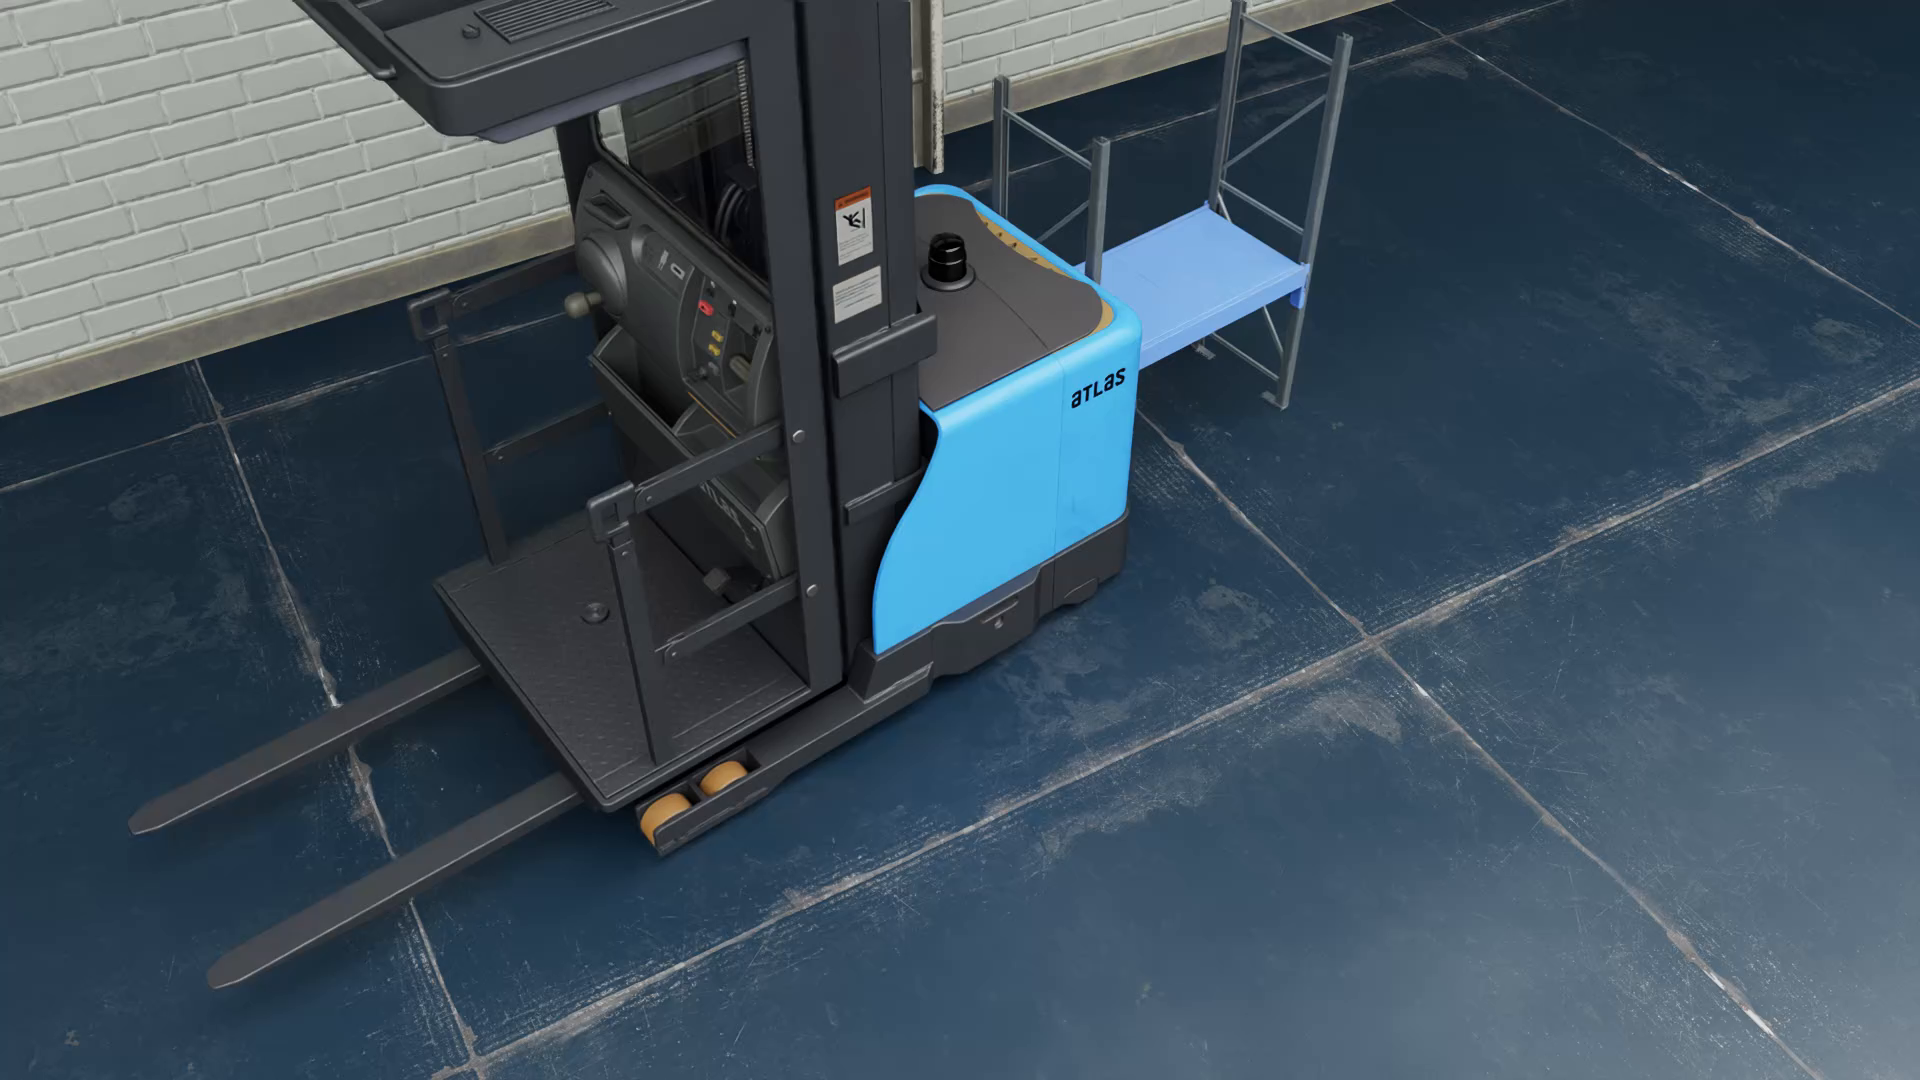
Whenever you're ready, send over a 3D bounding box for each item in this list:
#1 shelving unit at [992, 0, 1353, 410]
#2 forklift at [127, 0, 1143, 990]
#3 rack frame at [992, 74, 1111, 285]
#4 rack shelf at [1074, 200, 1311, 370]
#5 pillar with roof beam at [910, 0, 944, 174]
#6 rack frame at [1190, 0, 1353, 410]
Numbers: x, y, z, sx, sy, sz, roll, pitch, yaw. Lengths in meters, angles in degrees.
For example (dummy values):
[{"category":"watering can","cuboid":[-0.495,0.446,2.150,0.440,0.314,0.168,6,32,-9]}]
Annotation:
[{"category":"shelving unit","cuboid":[0.669,-0.952,5.654,1.048,1.500,0.538,-28,51,-26]},{"category":"forklift","cuboid":[-0.919,-0.573,4.236,3.031,2.935,1.130,-28,51,-26]},{"category":"rack frame","cuboid":[0.268,-0.735,5.430,0.032,1.500,0.500,-28,51,-26]},{"category":"rack shelf","cuboid":[0.669,-0.823,5.779,1.000,0.185,0.538,-28,51,-26]},{"category":"pillar with roof beam","cuboid":[1.828,-2.307,1.666,0.400,9.000,9.100,-22,48,-21]},{"category":"rack frame","cuboid":[1.070,-1.169,5.878,0.032,1.500,0.500,-28,51,-26]}]
